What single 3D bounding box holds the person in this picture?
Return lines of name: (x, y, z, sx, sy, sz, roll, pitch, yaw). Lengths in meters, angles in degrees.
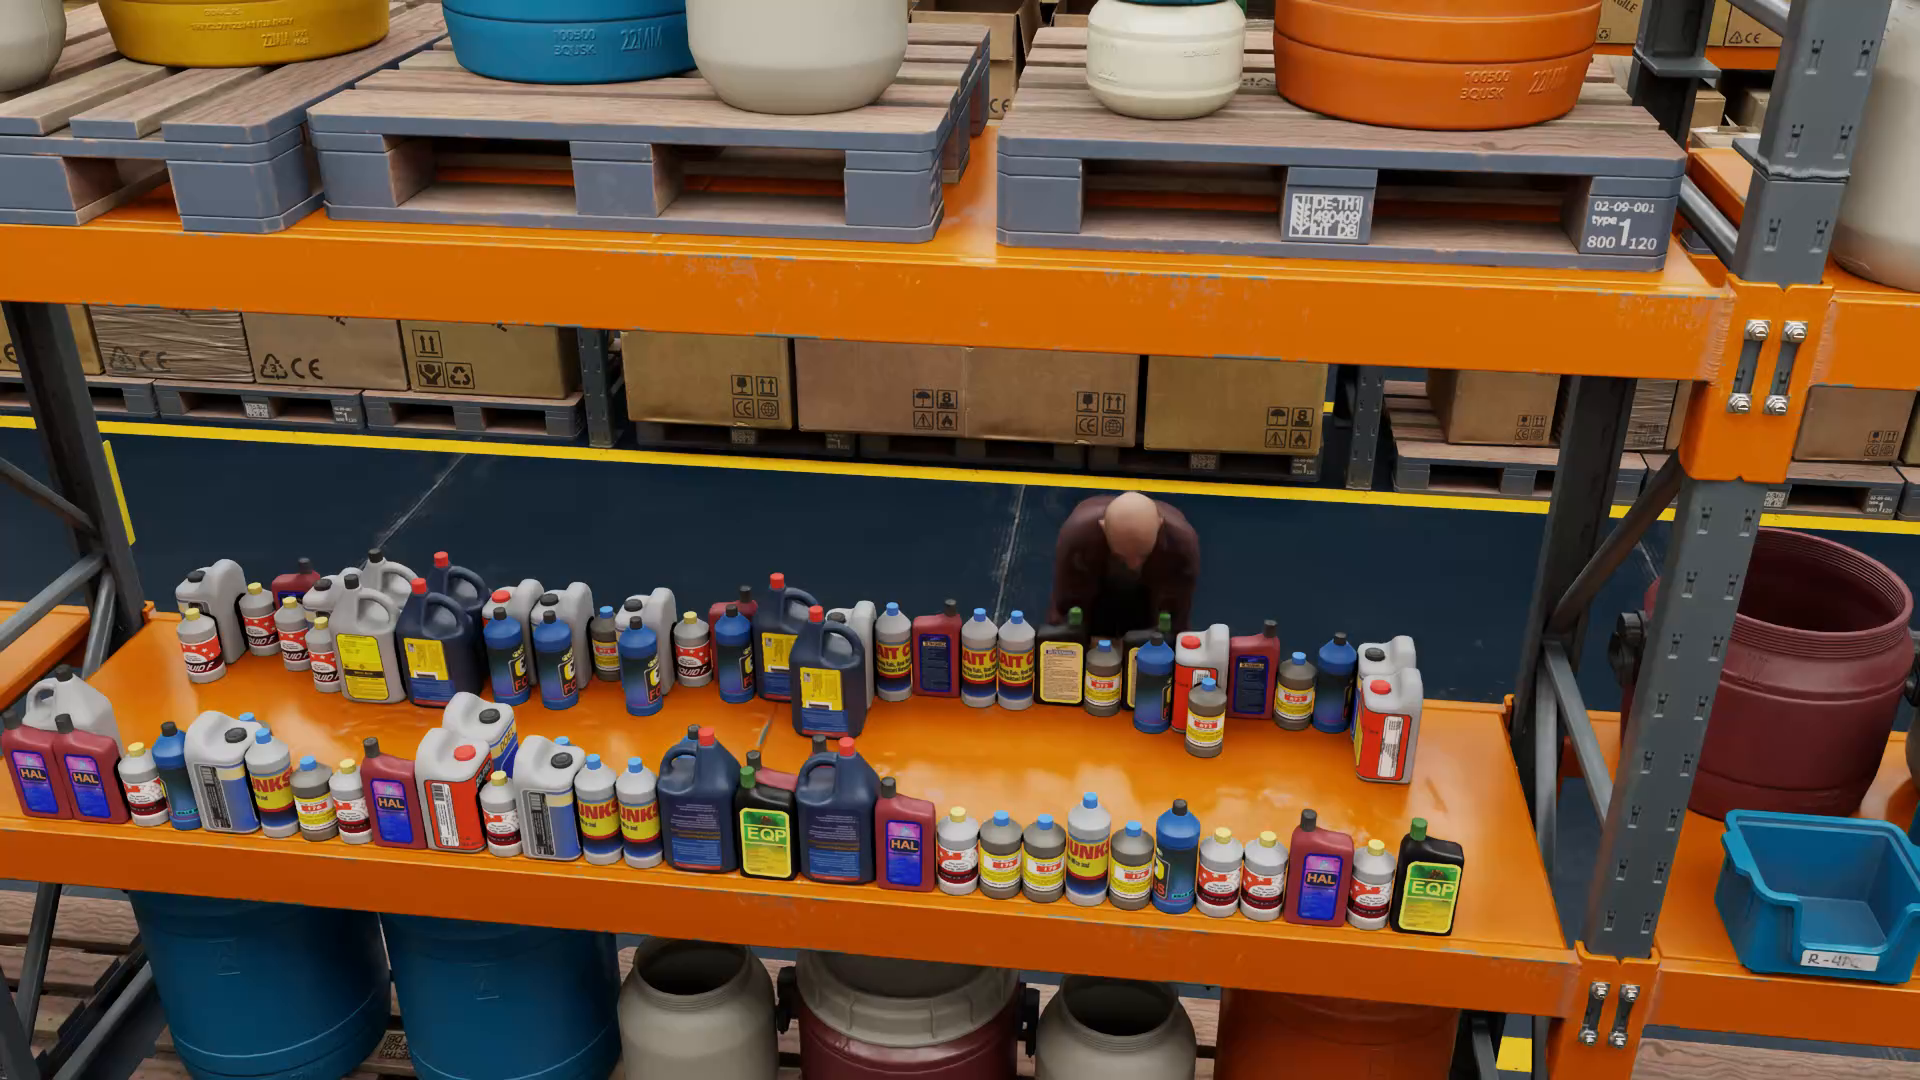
person: (0.541, 0.383, 5.711, 0.549, 1.507, 0.815, 3, 28, 5)
